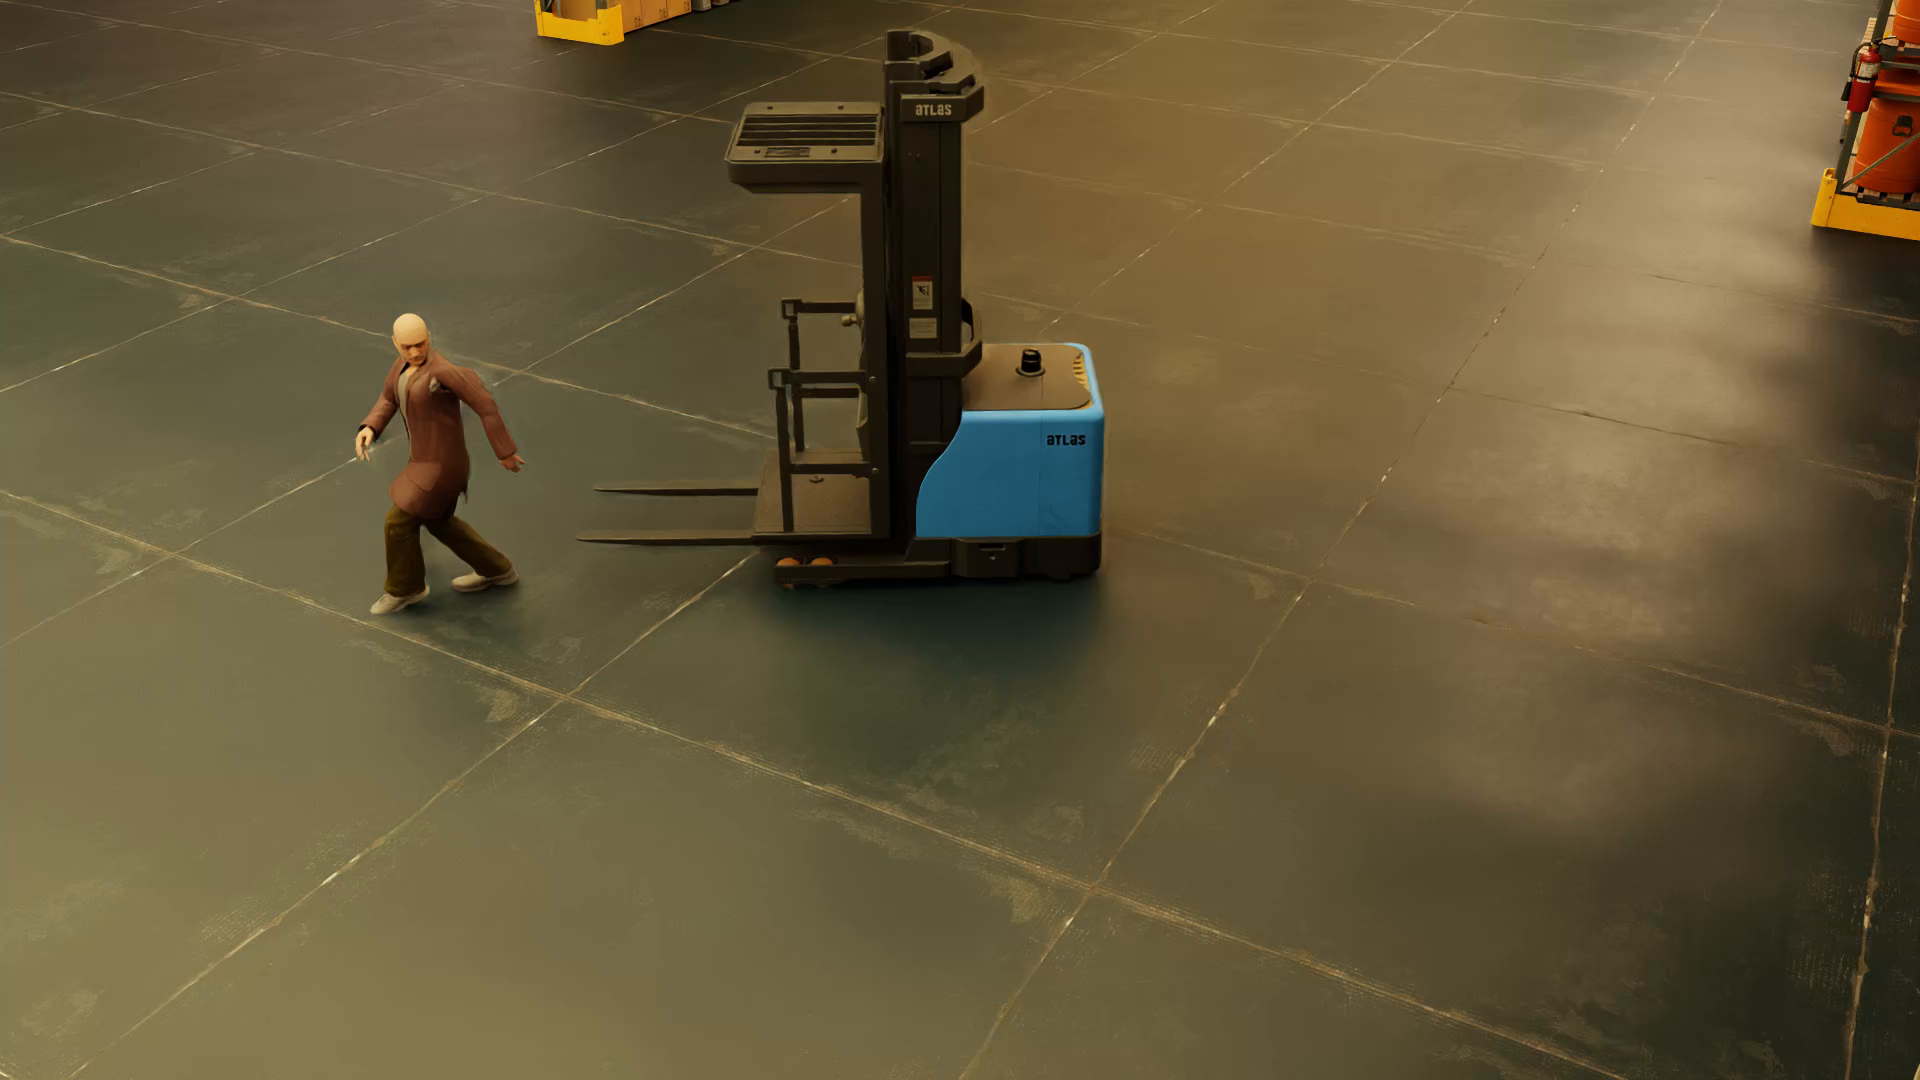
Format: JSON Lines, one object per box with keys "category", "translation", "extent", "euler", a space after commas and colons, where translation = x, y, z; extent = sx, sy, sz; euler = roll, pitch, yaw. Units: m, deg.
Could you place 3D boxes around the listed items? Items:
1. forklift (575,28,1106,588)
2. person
{"category": "forklift", "translation": [-0.710, -1.264, 9.261], "extent": [3.031, 2.935, 1.130], "euler": [-1, 30, -1]}
{"category": "person", "translation": [-2.871, -0.397, 9.036], "extent": [0.966, 1.758, 0.628], "euler": [-10, 32, -17]}
